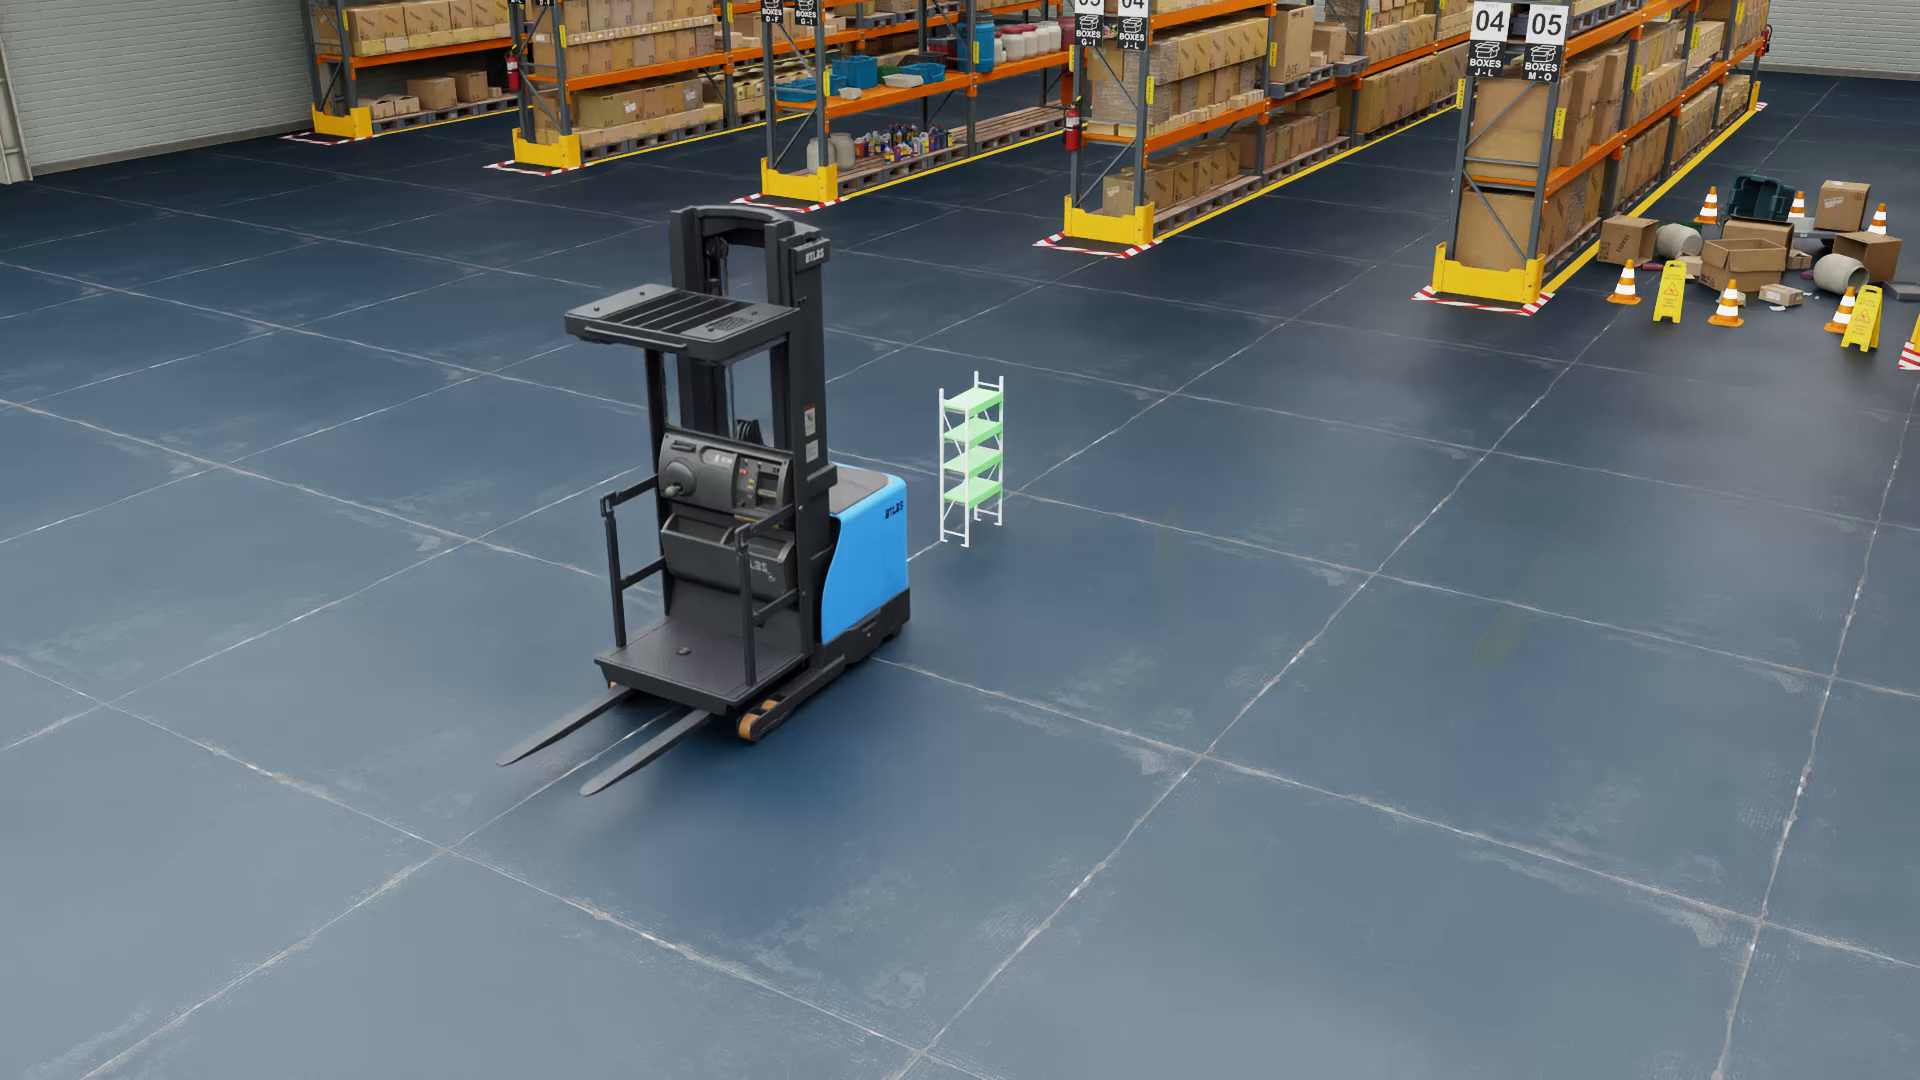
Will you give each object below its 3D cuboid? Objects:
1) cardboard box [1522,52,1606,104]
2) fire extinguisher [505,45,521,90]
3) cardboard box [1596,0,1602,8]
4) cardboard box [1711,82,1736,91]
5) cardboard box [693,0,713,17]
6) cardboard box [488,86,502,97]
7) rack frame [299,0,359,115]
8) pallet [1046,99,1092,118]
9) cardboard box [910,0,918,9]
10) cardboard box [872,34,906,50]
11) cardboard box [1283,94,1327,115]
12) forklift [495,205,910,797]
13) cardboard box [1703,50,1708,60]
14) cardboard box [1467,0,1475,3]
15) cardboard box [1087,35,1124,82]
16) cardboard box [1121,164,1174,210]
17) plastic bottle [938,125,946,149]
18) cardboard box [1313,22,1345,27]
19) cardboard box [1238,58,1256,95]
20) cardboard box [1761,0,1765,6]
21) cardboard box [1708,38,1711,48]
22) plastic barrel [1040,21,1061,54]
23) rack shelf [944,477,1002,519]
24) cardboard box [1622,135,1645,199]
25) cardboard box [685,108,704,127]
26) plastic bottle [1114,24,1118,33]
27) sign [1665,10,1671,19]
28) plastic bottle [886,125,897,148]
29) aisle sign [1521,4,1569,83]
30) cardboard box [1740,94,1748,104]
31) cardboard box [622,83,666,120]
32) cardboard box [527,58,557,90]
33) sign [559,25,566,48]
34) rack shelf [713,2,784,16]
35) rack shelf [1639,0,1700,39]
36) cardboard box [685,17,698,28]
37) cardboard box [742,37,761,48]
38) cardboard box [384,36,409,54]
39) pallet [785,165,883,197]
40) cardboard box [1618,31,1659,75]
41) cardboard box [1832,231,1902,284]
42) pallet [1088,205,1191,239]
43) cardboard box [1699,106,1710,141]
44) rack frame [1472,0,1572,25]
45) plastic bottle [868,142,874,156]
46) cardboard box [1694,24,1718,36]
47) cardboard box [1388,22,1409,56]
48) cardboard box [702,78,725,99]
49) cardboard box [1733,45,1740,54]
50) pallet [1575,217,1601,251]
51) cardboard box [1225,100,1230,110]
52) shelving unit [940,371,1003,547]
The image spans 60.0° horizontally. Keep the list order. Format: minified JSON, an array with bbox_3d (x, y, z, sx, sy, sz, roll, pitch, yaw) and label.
[{"bbox_3d":[7.342,-5.649,20.312,0.875,0.550,0.550,14,27,29],"label":"cardboard box"},{"bbox_3d":[-6.983,-7.388,25.974,0.296,0.674,0.183,14,27,29],"label":"fire extinguisher"},{"bbox_3d":[7.034,-6.105,18.798,0.380,0.149,0.250,14,27,29],"label":"cardboard box"},{"bbox_3d":[13.696,-8.112,29.860,0.380,0.149,0.250,13,27,27],"label":"cardboard box"},{"bbox_3d":[-4.645,-9.207,28.318,0.700,0.500,0.500,14,27,29],"label":"cardboard box"},{"bbox_3d":[-8.883,-8.468,31.383,0.380,0.166,0.250,10,25,22],"label":"cardboard box"},{"bbox_3d":[-10.737,-8.403,28.221,1.000,3.000,0.127,14,27,29],"label":"rack frame"},{"bbox_3d":[2.281,-8.022,30.851,1.003,0.211,1.213,14,27,29],"label":"pallet"},{"bbox_3d":[-1.076,-11.046,33.671,0.700,0.500,0.500,7,24,16],"label":"cardboard box"},{"bbox_3d":[-1.450,-10.196,34.012,0.500,0.250,0.500,13,27,28],"label":"cardboard box"},{"bbox_3d":[5.509,-6.975,26.570,0.500,0.250,0.500,17,29,35],"label":"cardboard box"},{"bbox_3d":[-1.515,-0.360,9.728,1.130,2.935,3.031,13,27,28],"label":"forklift"},{"bbox_3d":[11.653,-7.727,26.447,0.380,0.149,0.250,15,28,31],"label":"cardboard box"},{"bbox_3d":[10.294,-10.882,32.817,0.500,0.500,0.500,14,27,30],"label":"cardboard box"},{"bbox_3d":[1.968,-6.168,21.298,0.500,0.500,0.500,14,27,29],"label":"cardboard box"},{"bbox_3d":[2.518,-4.751,22.402,0.500,0.500,0.500,-20,31,-39],"label":"cardboard box"},{"bbox_3d":[-0.305,-6.386,26.341,0.144,0.351,0.185,13,27,28],"label":"plastic bottle"},{"bbox_3d":[5.857,-8.037,26.721,0.500,0.500,0.500,10,25,23],"label":"cardboard box"},{"bbox_3d":[3.708,-6.683,23.746,0.875,0.500,0.500,14,27,29],"label":"cardboard box"},{"bbox_3d":[14.191,-9.879,29.872,0.500,0.500,0.500,13,27,27],"label":"cardboard box"},{"bbox_3d":[11.786,-7.951,26.590,0.380,0.149,0.250,12,26,26],"label":"cardboard box"},{"bbox_3d":[1.539,-8.686,28.735,0.421,0.512,0.421,0,23,0],"label":"plastic barrel"},{"bbox_3d":[0.087,-0.328,12.597,0.258,0.148,0.480,14,27,29],"label":"rack shelf"},{"bbox_3d":[8.921,-5.279,23.308,1.050,0.750,0.750,14,27,29],"label":"cardboard box"},{"bbox_3d":[-4.747,-7.278,28.555,0.500,0.250,0.500,14,27,29],"label":"cardboard box"},{"bbox_3d":[2.878,-9.322,30.489,0.061,0.283,0.133,14,27,29],"label":"plastic bottle"},{"bbox_3d":[11.913,-8.774,27.988,0.100,0.325,0.005,14,27,29],"label":"sign"},{"bbox_3d":[-1.088,-6.414,26.407,0.144,0.351,0.185,13,26,27],"label":"plastic bottle"},{"bbox_3d":[6.266,-5.322,17.831,0.394,0.787,0.004,14,27,29],"label":"aisle sign"},{"bbox_3d":[14.338,-8.171,30.744,0.380,0.149,0.250,15,27,31],"label":"cardboard box"},{"bbox_3d":[-5.261,-7.281,27.618,0.500,0.500,0.500,14,27,29],"label":"cardboard box"},{"bbox_3d":[-8.252,-9.060,32.331,0.700,0.500,0.500,15,28,31],"label":"cardboard box"},{"bbox_3d":[-6.058,-7.682,25.365,0.100,0.325,0.005,14,27,29],"label":"sign"},{"bbox_3d":[-5.462,-11.448,36.160,1.077,0.370,4.000,14,27,29],"label":"rack shelf"},{"bbox_3d":[9.213,-7.287,22.773,1.077,0.370,4.000,14,27,29],"label":"rack shelf"},{"bbox_3d":[-4.646,-8.751,28.083,0.380,0.149,0.250,13,27,27],"label":"cardboard box"},{"bbox_3d":[-3.775,-8.857,29.586,0.380,0.149,0.250,14,27,29],"label":"cardboard box"},{"bbox_3d":[-9.948,-8.620,28.885,0.500,0.250,0.500,13,27,27],"label":"cardboard box"},{"bbox_3d":[-1.887,-5.356,24.692,1.003,0.211,1.213,14,27,29],"label":"pallet"},{"bbox_3d":[9.219,-6.754,23.027,0.700,0.500,0.500,14,27,28],"label":"cardboard box"},{"bbox_3d":[10.696,-3.340,19.668,0.500,0.500,0.500,-7,24,-17],"label":"cardboard box"},{"bbox_3d":[2.387,-4.302,22.257,1.003,0.211,1.213,14,27,29],"label":"pallet"},{"bbox_3d":[11.931,-6.836,27.218,0.500,0.500,0.500,13,27,28],"label":"cardboard box"},{"bbox_3d":[6.048,-6.969,17.356,1.000,3.000,0.127,14,27,29],"label":"rack frame"},{"bbox_3d":[-1.378,-6.063,25.783,0.097,0.201,0.097,0,23,0],"label":"plastic bottle"},{"bbox_3d":[12.053,-8.262,26.934,0.380,0.149,0.250,13,27,27],"label":"cardboard box"},{"bbox_3d":[7.398,-8.659,28.685,0.500,0.500,0.500,14,27,29],"label":"cardboard box"},{"bbox_3d":[-4.446,-8.101,29.750,0.500,0.311,0.500,14,27,29],"label":"cardboard box"},{"bbox_3d":[13.312,-8.543,28.861,0.380,0.149,0.250,14,27,30],"label":"cardboard box"},{"bbox_3d":[7.691,-4.046,21.665,1.003,0.211,1.213,14,27,29],"label":"pallet"},{"bbox_3d":[3.530,-6.071,23.150,0.380,0.149,0.250,14,27,29],"label":"cardboard box"},{"bbox_3d":[0.087,-0.606,12.476,0.258,1.200,0.503,14,27,29],"label":"shelving unit"}]
